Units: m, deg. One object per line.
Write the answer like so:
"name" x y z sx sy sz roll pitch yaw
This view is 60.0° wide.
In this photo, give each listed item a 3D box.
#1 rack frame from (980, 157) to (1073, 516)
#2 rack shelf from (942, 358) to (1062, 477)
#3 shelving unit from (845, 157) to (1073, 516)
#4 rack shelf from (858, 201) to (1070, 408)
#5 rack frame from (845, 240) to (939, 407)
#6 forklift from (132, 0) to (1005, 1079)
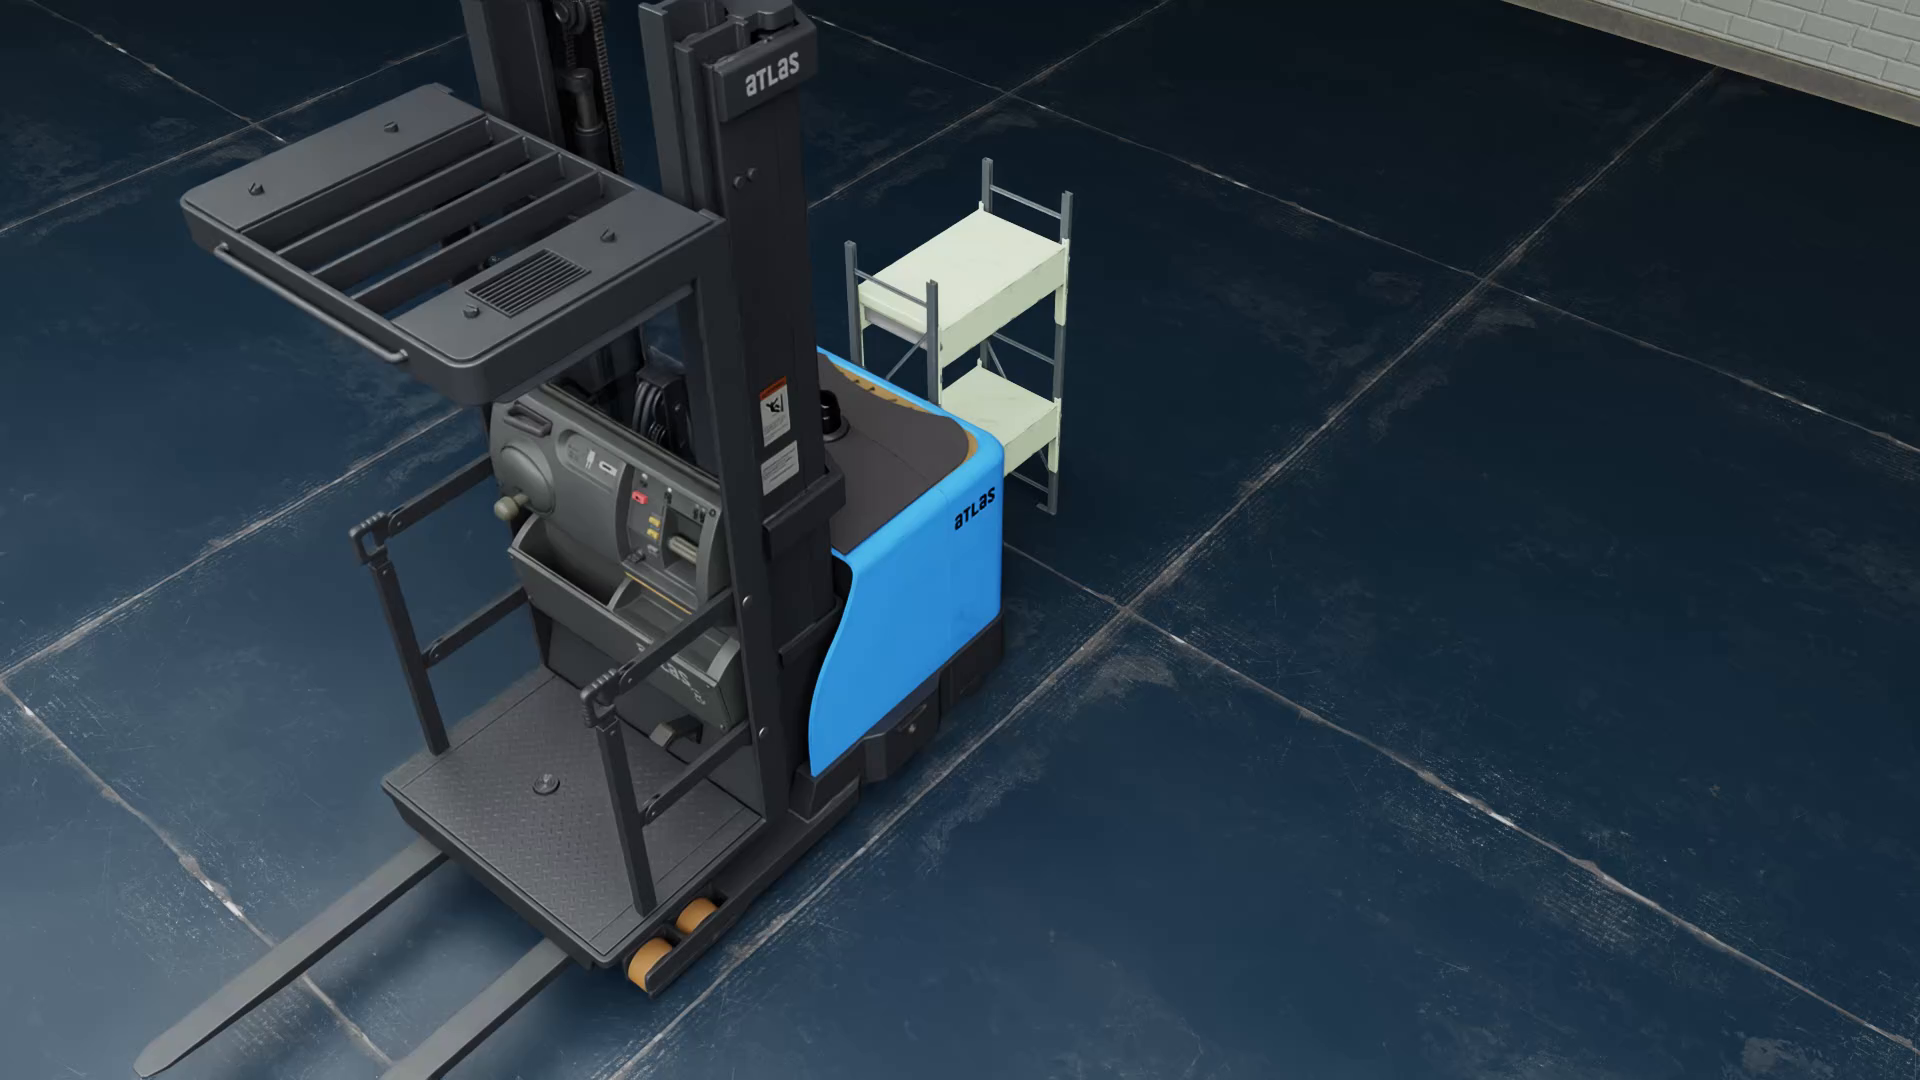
"rack frame" 0.240 -0.747 6.457 0.400 1.500 0.023 29 50 28
"rack shelf" 0.004 -0.317 6.469 0.431 0.370 0.720 29 50 28
"shelving unit" 0.004 -0.558 6.249 0.431 1.500 0.755 29 50 28
"rack shelf" 0.004 -0.847 5.987 0.431 0.370 0.720 29 50 28
"rack frame" -0.231 -0.370 6.042 0.400 1.500 0.023 29 50 28
"forklift" -1.157 -0.059 4.636 1.130 2.935 3.031 29 50 28
